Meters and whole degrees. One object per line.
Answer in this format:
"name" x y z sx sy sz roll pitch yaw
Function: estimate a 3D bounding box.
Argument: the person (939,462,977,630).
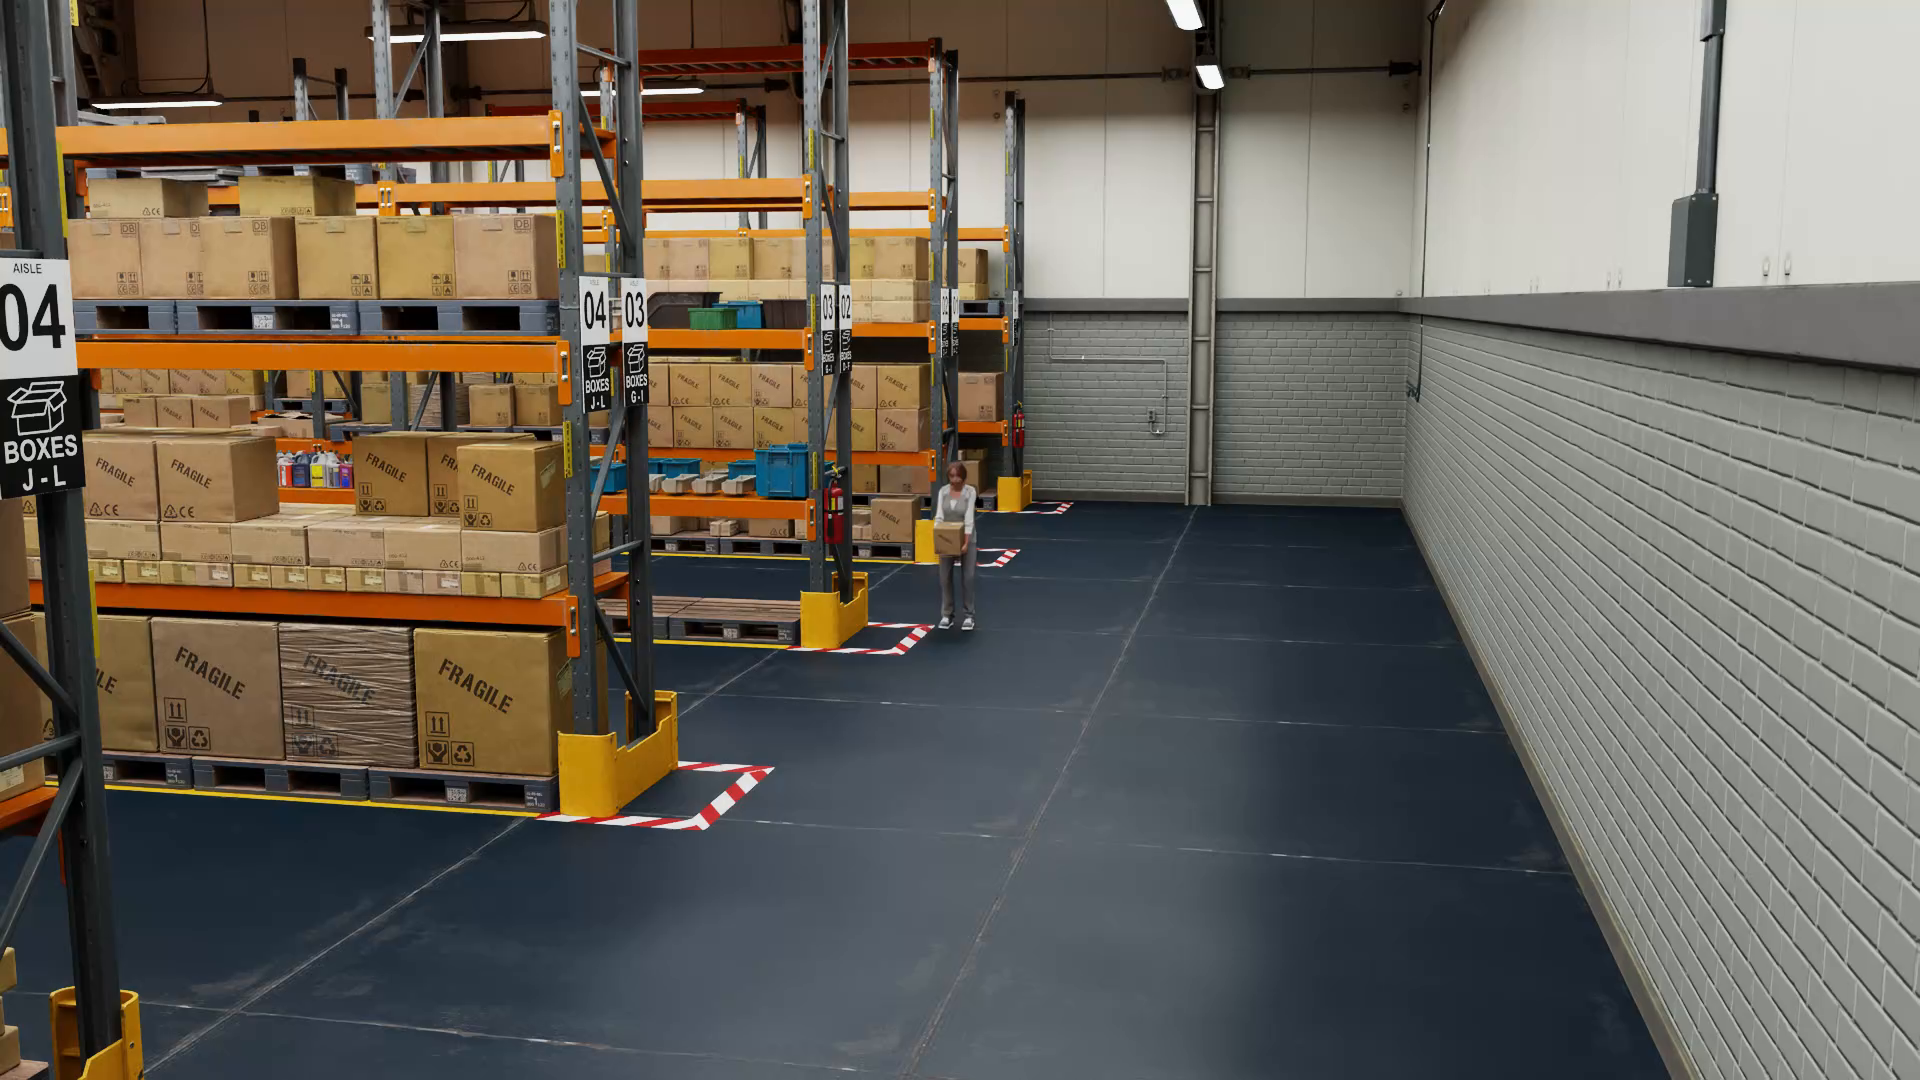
"person" -0.050 0.061 15.495 0.360 1.588 0.460 2 8 14
